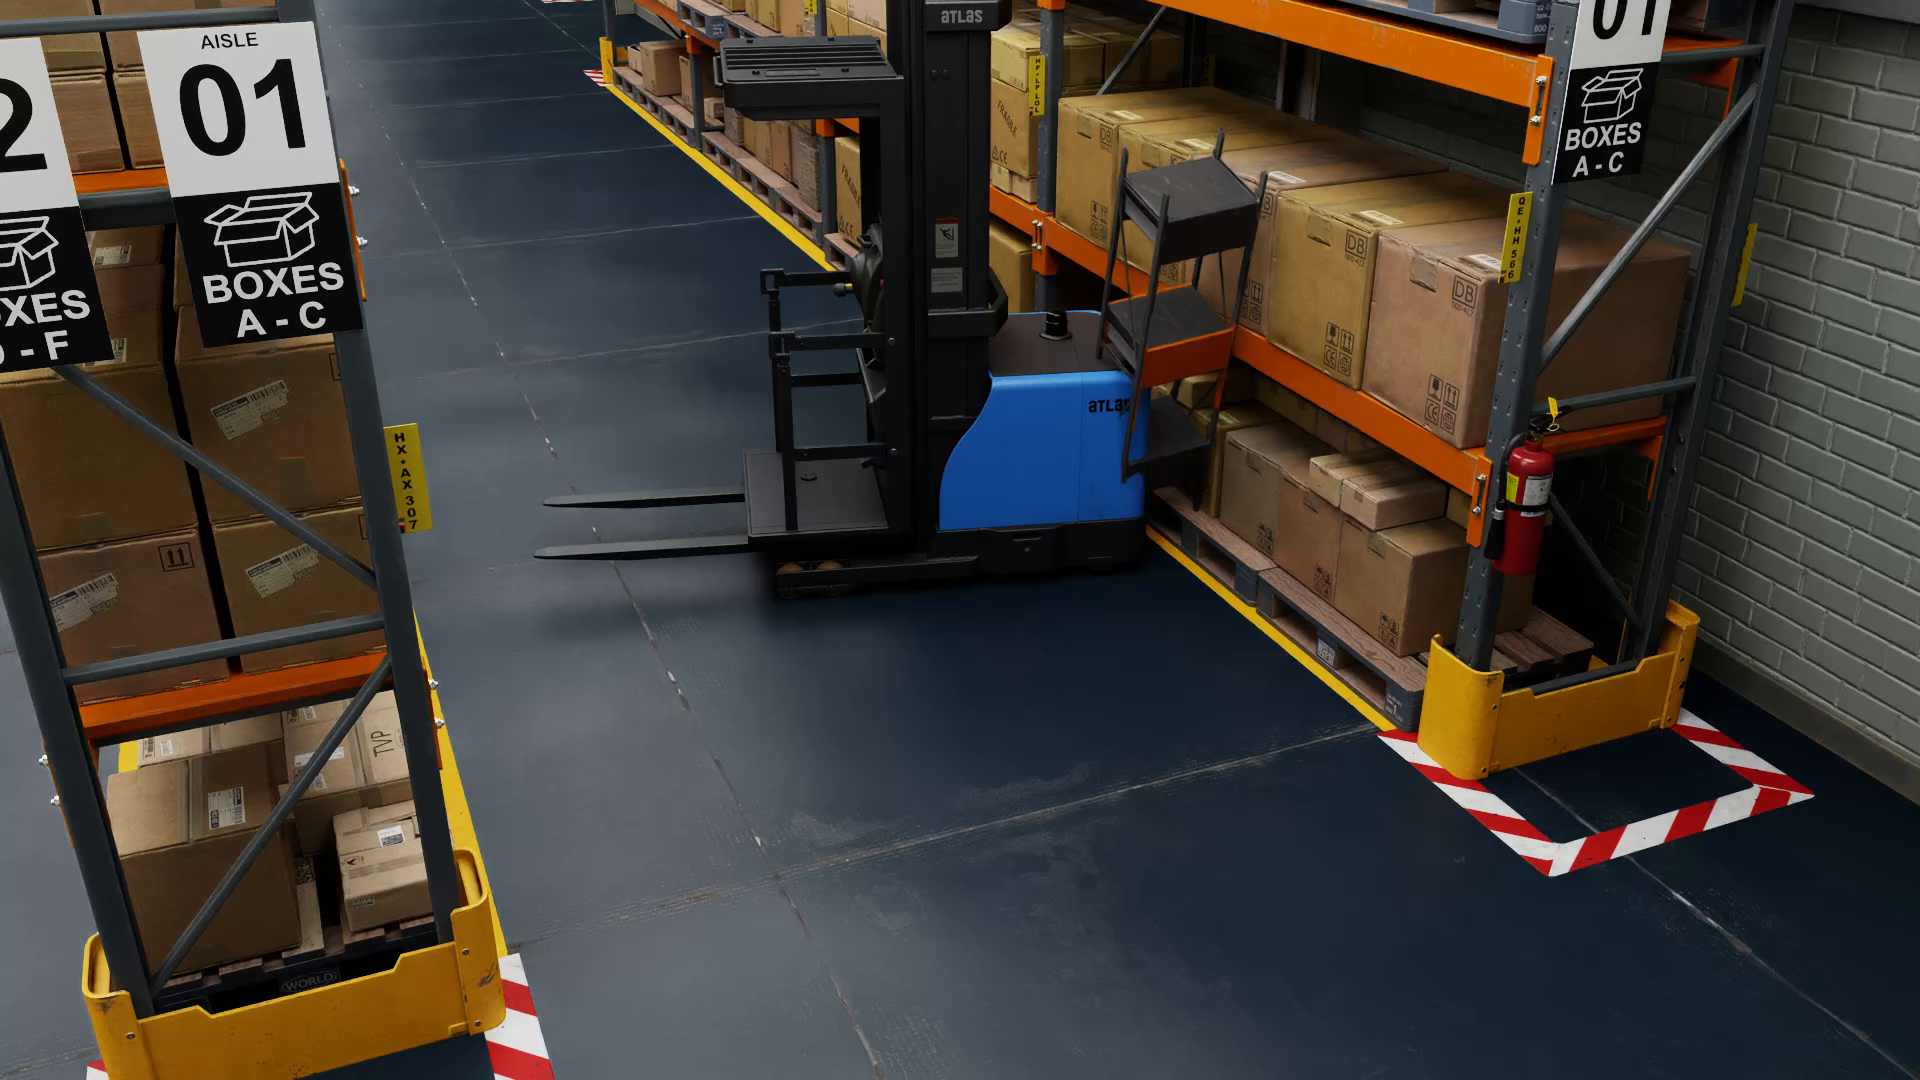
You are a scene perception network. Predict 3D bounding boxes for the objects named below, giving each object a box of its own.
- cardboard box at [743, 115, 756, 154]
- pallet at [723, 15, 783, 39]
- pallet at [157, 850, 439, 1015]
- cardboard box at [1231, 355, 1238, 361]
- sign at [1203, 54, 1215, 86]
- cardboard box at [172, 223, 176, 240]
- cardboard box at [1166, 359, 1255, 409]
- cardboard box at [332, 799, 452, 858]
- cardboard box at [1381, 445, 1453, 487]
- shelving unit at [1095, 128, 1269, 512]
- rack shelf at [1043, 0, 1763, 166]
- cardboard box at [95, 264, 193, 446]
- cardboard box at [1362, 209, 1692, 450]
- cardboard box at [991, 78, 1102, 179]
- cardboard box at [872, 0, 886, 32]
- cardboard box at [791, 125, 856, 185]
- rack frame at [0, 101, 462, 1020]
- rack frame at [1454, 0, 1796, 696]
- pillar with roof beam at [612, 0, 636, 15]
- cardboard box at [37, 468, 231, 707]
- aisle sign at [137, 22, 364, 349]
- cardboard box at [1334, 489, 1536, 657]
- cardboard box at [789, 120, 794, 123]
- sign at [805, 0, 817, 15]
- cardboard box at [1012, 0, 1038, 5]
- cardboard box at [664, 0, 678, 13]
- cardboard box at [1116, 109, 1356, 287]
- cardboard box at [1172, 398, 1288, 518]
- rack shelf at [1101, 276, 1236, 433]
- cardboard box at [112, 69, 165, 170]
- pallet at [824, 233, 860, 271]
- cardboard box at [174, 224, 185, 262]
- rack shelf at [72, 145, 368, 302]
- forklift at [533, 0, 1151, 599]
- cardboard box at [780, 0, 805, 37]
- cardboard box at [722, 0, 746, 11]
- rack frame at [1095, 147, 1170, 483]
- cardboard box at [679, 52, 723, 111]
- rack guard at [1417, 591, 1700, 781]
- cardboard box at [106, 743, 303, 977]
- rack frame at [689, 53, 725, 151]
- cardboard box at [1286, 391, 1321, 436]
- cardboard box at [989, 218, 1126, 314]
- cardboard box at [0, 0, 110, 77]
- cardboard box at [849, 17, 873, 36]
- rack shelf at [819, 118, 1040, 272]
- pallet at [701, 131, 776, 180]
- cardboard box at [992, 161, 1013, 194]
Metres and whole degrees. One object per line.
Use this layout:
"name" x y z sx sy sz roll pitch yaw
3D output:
"cardboard box" -1.651 -3.966 15.802 0.700 0.500 0.500 -11 28 -22
"pallet" -1.450 -4.477 14.719 1.003 0.211 1.213 -11 28 -21
"pallet" -2.403 1.212 6.027 1.003 0.211 1.213 -11 28 -21
"cardboard box" 1.566 -0.968 8.944 0.380 0.149 0.250 -12 28 -22
"sign" 1.440 -2.677 9.737 0.100 0.325 0.005 -11 28 -21
"cardboard box" -3.298 -1.143 6.419 0.500 0.500 0.500 -11 28 -22
"cardboard box" 1.299 -0.813 8.628 0.380 0.149 0.250 -11 28 -22
"cardboard box" -2.006 1.058 5.893 0.380 0.166 0.250 -11 28 -21
"cardboard box" 2.164 -0.352 7.683 0.380 0.149 0.250 -10 28 -20
"shelving unit" 0.970 -0.900 7.955 0.503 2.100 0.431 -16 48 -19
"rack shelf" 1.713 -2.373 7.593 1.077 0.370 4.000 -11 28 -21
"cardboard box" -2.686 -0.519 5.141 0.500 0.500 0.500 -10 28 -19
"cardboard box" 2.287 -0.880 6.792 0.980 0.700 0.700 -9 28 -18
"cardboard box" 0.517 -2.487 9.949 0.500 0.500 0.500 -11 28 -21
"cardboard box" -0.286 -3.650 11.476 0.500 0.250 0.500 -10 28 -20
"cardboard box" -1.062 -3.355 14.550 0.700 0.500 0.500 -11 28 -21
"rack frame" -2.060 0.311 4.694 1.000 3.000 0.127 -11 28 -21
"rack frame" 2.496 -0.541 6.440 1.000 3.000 0.127 -11 28 -21
"pillar with roof beam" -9.011 -11.245 21.525 9.100 9.000 0.400 -11 28 -21
"cardboard box" -2.486 0.132 4.946 0.500 0.500 0.500 -10 28 -19
"aisle sign" -1.764 -0.880 4.170 0.394 0.787 0.004 -11 28 -21
"cardboard box" 2.130 0.128 7.440 0.700 0.500 0.500 -11 28 -21
"cardboard box" -1.338 -3.912 14.836 0.500 0.250 0.500 -11 28 -21
"sign" -1.132 -4.159 12.619 0.100 0.325 0.005 -11 28 -21
"cardboard box" 0.377 -3.534 11.239 0.500 0.250 0.500 -11 28 -22
"cardboard box" -2.668 -5.467 16.675 0.500 0.250 0.500 -11 28 -20
"cardboard box" 1.408 -1.774 8.622 0.980 0.700 0.700 -11 28 -22
"cardboard box" 1.521 -0.491 8.707 0.700 0.500 0.500 -10 28 -19
"rack shelf" 0.970 -0.890 7.965 0.480 0.518 0.431 -16 48 -19
"cardboard box" -2.028 -1.220 4.583 0.500 0.250 0.500 -11 28 -21
"pallet" -0.397 -2.187 12.988 1.003 0.211 1.213 -11 28 -21
"cardboard box" -2.395 -0.820 5.757 0.500 0.500 0.500 -10 28 -20
"rack shelf" -2.844 -1.521 5.847 1.077 0.370 4.000 -11 28 -21
"forklift" -0.623 -1.277 8.025 3.031 2.935 1.130 -4 26 -8
"cardboard box" -1.074 -4.423 13.774 0.700 0.500 0.500 -13 29 -25
"cardboard box" -1.823 -5.190 15.346 0.700 0.500 0.500 -8 27 -15
"rack frame" 0.748 -0.838 7.876 0.015 2.100 0.400 -16 48 -19
"cardboard box" -2.647 -4.872 17.658 0.500 0.500 0.500 -13 29 -24
"rack guard" 2.505 0.592 6.969 1.175 0.500 0.348 -11 28 -21
"cardboard box" -2.500 1.060 5.508 0.500 0.500 0.500 -11 28 -21
"rack frame" -2.203 -5.386 16.362 1.000 3.000 0.127 -11 28 -21
"cardboard box" 1.865 -0.659 8.312 0.380 0.149 0.250 -10 28 -20
"cardboard box" 0.555 -1.619 10.618 0.750 0.750 0.750 -10 28 -20
"cardboard box" -2.496 -1.357 4.294 0.500 0.250 0.500 -11 28 -21
"cardboard box" -0.486 -3.505 12.035 0.500 0.500 0.500 -10 28 -19
"rack shelf" 0.146 -2.640 11.559 1.077 0.370 4.000 -11 28 -21
"pallet" -1.897 -3.819 16.331 1.003 0.211 1.213 -11 28 -21
"cardboard box" 0.416 -2.238 10.178 0.380 0.149 0.250 -10 28 -20
